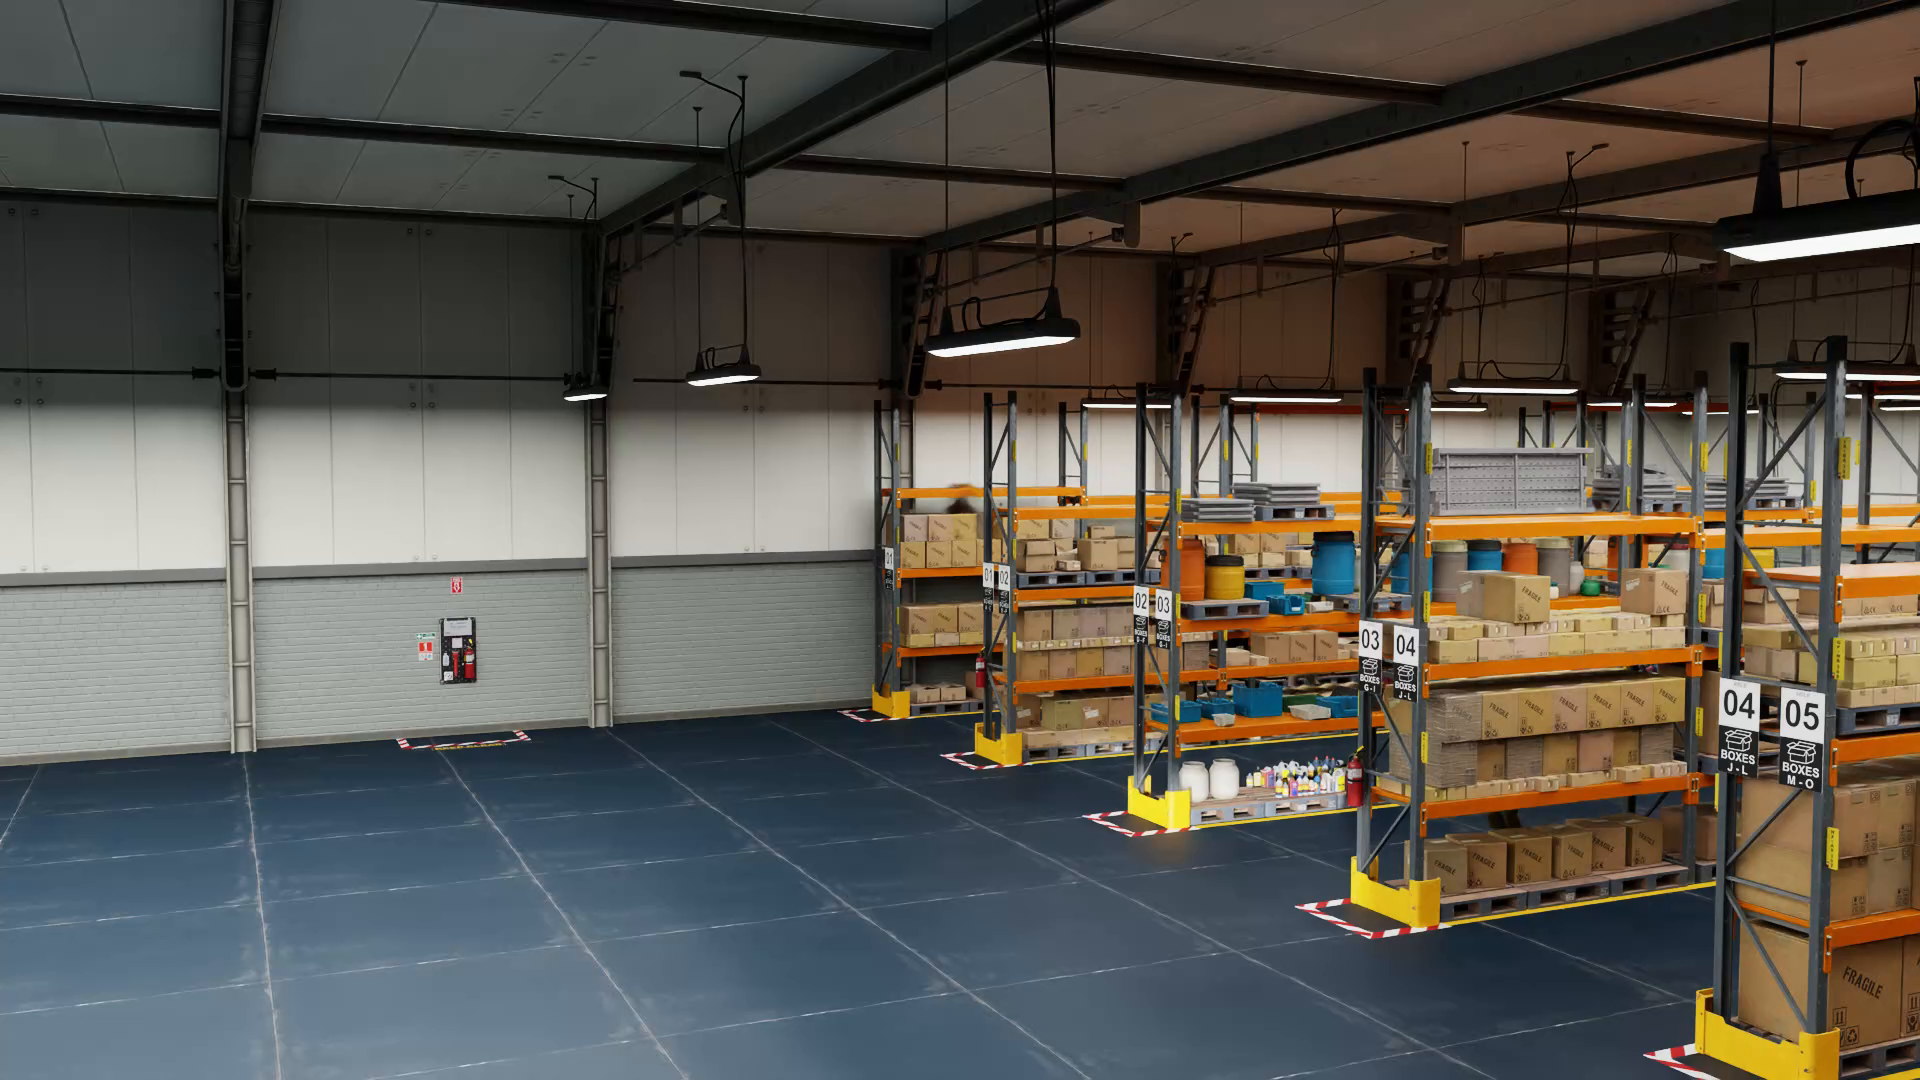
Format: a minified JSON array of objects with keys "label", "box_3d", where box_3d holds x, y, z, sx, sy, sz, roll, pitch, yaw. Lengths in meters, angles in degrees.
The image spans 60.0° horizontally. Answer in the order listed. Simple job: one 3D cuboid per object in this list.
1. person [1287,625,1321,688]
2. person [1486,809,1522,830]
[{"label":"person","box_3d":[6.741,2.423,32.744,1.072,1.674,0.569,-2,4,-29]},{"label":"person","box_3d":[6.822,3.130,20.865,0.759,1.867,0.578,-1,3,-16]}]
